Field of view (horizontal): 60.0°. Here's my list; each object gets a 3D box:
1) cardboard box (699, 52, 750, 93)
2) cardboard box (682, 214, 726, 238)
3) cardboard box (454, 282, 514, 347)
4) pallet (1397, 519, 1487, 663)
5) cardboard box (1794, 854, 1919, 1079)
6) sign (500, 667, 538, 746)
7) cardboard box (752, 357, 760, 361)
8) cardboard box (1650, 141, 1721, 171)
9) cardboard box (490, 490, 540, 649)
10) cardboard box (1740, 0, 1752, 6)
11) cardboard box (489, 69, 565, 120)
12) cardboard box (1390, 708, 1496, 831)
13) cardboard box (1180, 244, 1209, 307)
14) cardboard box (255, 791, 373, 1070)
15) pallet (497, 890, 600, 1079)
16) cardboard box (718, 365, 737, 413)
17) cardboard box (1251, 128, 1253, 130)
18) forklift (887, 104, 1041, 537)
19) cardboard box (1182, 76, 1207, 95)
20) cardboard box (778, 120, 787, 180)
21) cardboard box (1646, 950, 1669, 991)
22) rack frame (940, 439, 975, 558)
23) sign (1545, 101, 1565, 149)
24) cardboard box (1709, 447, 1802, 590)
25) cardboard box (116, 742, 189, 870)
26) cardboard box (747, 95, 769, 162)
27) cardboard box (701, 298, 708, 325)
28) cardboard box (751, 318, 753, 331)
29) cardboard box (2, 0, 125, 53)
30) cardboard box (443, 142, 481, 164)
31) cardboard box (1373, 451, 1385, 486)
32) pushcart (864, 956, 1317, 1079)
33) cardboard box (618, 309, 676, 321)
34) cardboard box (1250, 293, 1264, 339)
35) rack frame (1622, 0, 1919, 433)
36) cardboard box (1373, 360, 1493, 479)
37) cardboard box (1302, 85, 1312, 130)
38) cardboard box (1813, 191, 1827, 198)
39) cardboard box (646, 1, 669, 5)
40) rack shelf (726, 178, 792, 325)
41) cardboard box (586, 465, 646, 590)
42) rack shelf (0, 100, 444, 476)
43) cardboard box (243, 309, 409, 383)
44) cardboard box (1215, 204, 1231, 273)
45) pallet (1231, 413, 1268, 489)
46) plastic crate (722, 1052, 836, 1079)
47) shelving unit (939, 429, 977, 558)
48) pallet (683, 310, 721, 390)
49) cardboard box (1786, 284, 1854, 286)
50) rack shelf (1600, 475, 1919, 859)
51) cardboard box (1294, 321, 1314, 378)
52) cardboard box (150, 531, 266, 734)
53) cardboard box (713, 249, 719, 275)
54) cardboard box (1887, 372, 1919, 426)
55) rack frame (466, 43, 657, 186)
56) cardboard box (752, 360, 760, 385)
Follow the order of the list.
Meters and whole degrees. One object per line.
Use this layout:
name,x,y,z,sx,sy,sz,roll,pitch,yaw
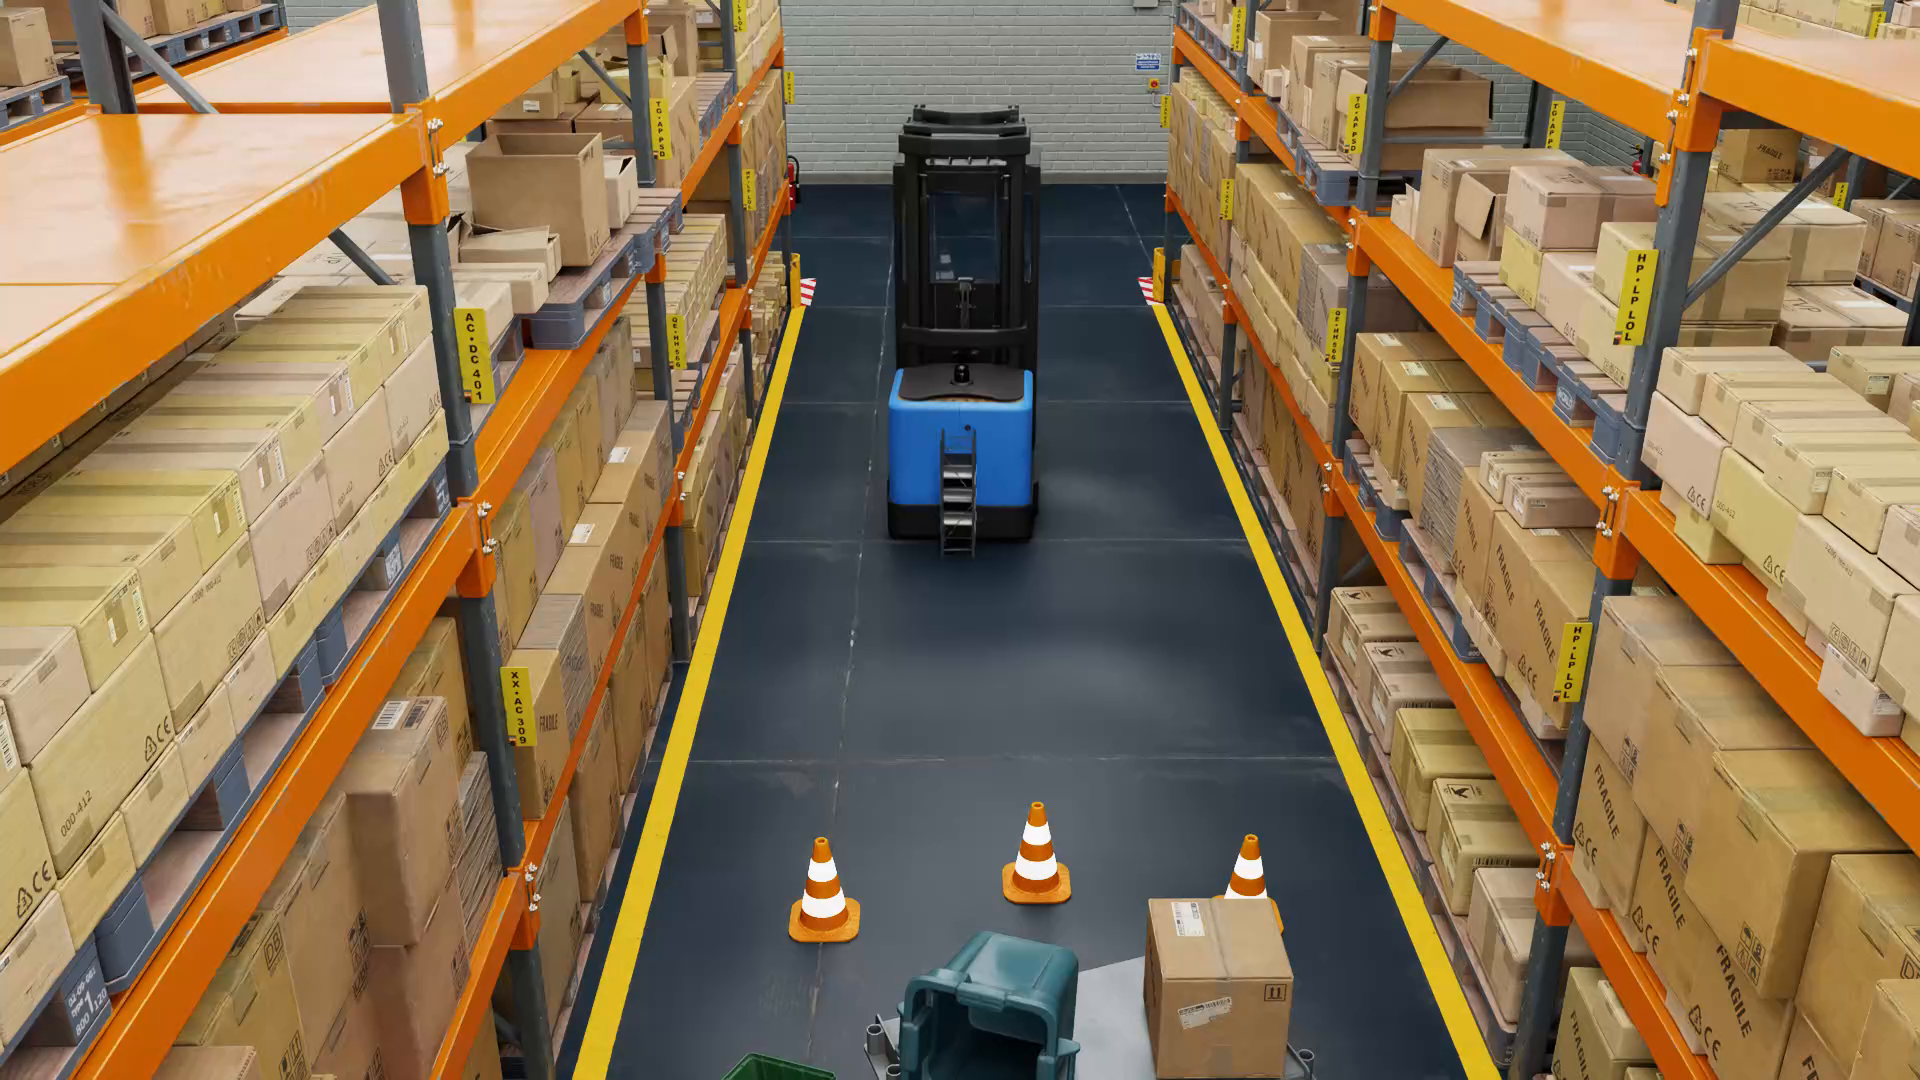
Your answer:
cardboard box,-1.978,-3.749,13.325,0.500,0.250,0.500,1,24,2
cardboard box,-2.037,-2.442,12.967,0.380,0.149,0.250,1,24,2
cardboard box,-1.913,-0.880,6.473,0.250,0.149,0.380,0,24,-1
pallet,2.818,0.228,8.221,1.003,0.211,1.213,0,24,-1
cardboard box,2.646,1.151,4.252,0.700,0.500,0.500,0,24,-1
sign,-1.595,0.604,6.012,0.100,0.325,0.005,0,24,-1
cardboard box,-1.977,-1.515,14.792,0.380,0.149,0.250,0,24,-1
cardboard box,7.367,-3.874,16.880,0.500,0.250,0.500,0,24,0
cardboard box,-2.169,0.120,6.894,0.700,0.500,0.500,-1,24,-1
cardboard box,7.391,-5.056,15.247,0.500,0.250,0.500,-1,24,-1
cardboard box,-2.458,-2.537,9.413,0.396,0.266,0.258,0,24,-1
cardboard box,2.770,1.181,8.562,0.950,0.372,0.625,1,24,1
cardboard box,2.775,-2.724,17.115,0.875,0.438,0.875,-1,24,-2
cardboard box,-2.189,1.079,4.616,0.875,0.550,0.550,0,24,-1
pallet,-2.234,1.990,7.476,1.003,0.211,1.213,0,24,-1
cardboard box,-1.984,-1.135,12.618,0.500,0.250,0.500,1,24,2
cardboard box,2.496,-3.354,13.788,0.380,0.149,0.250,0,24,1
forklift,0.062,-1.920,12.823,1.130,2.935,3.031,1,24,2
cardboard box,2.357,-4.405,16.111,0.380,0.149,0.250,0,24,1
cardboard box,-2.018,-3.904,16.644,0.500,0.500,0.500,0,24,1
cardboard box,2.570,1.433,5.631,0.380,0.149,0.250,0,24,-1
rack frame,-0.016,-0.284,11.669,0.240,0.900,0.006,1,24,2
sign,3.298,-2.279,9.264,0.100,0.325,0.005,0,24,-1
cardboard box,2.545,-0.065,4.819,0.500,0.250,0.500,0,24,-1
cardboard box,-1.803,0.534,3.347,0.380,0.149,0.250,0,24,-1
cardboard box,-1.998,-3.716,15.013,0.500,0.500,0.500,-1,24,-2
cardboard box,-2.017,-1.636,11.907,0.380,0.149,0.250,1,24,2
cardboard box,-2.055,-1.890,14.901,0.380,0.149,0.250,-1,24,-2
cardboard box,-7.266,-4.250,13.497,0.700,0.500,0.500,-2,24,-4
cardboard box,-2.405,-1.875,8.475,0.500,0.311,0.500,0,24,0
cardboard box,2.499,-0.387,9.145,0.380,0.149,0.250,-2,24,-4
pushcart,0.520,2.199,6.813,1.648,0.377,0.936,-9,26,-19
cardboard box,-2.009,-1.362,10.578,0.380,0.149,0.250,0,24,-1
cardboard box,2.449,-1.648,12.318,0.500,0.250,0.500,0,24,-1
rack frame,2.799,-1.760,5.104,1.000,3.000,0.127,0,24,-1
cardboard box,2.541,-0.646,8.930,0.500,0.500,0.500,1,24,2
cardboard box,2.390,-2.737,10.559,0.396,0.266,0.258,-1,24,-2
cardboard box,7.923,-3.039,15.033,0.500,0.250,0.500,0,24,1
cardboard box,-2.527,-4.204,13.239,0.380,0.149,0.250,0,24,1
rack shelf,-2.259,-2.755,15.459,1.077,0.370,4.000,0,24,-1
cardboard box,-1.911,-0.060,8.506,0.500,0.500,0.500,-1,24,-1
rack shelf,-2.128,-0.362,3.372,1.077,0.370,4.000,0,24,-1
cardboard box,-1.824,-0.562,4.801,0.380,0.149,0.250,0,24,-1
cardboard box,2.451,-2.558,14.029,0.500,0.500,0.500,0,24,0
pallet,2.795,-0.735,13.502,1.003,0.211,1.213,0,24,-1
plastic crate,-0.838,2.358,6.622,0.450,0.188,0.662,3,22,31
shelving unit,-0.011,-0.326,11.761,0.258,0.900,0.210,1,24,2
pallet,-2.256,-1.339,11.686,1.003,0.211,1.213,0,24,-1
cardboard box,3.187,-0.968,6.665,0.500,0.250,0.500,-1,24,-1
rack shelf,2.821,0.759,4.049,1.077,0.370,4.000,0,24,-1
cardboard box,2.487,-1.244,10.819,0.500,0.250,0.500,-1,24,-2
cardboard box,-1.872,0.191,3.621,0.500,0.250,0.500,0,24,-1
cardboard box,-2.031,-2.098,12.565,0.380,0.149,0.250,1,24,2
cardboard box,3.100,-0.406,5.087,0.380,0.149,0.250,-1,24,-2
rack frame,-2.193,-3.344,8.608,1.000,3.000,0.127,0,24,-1
cardboard box,-1.921,-1.438,14.261,0.380,0.149,0.250,1,24,2
